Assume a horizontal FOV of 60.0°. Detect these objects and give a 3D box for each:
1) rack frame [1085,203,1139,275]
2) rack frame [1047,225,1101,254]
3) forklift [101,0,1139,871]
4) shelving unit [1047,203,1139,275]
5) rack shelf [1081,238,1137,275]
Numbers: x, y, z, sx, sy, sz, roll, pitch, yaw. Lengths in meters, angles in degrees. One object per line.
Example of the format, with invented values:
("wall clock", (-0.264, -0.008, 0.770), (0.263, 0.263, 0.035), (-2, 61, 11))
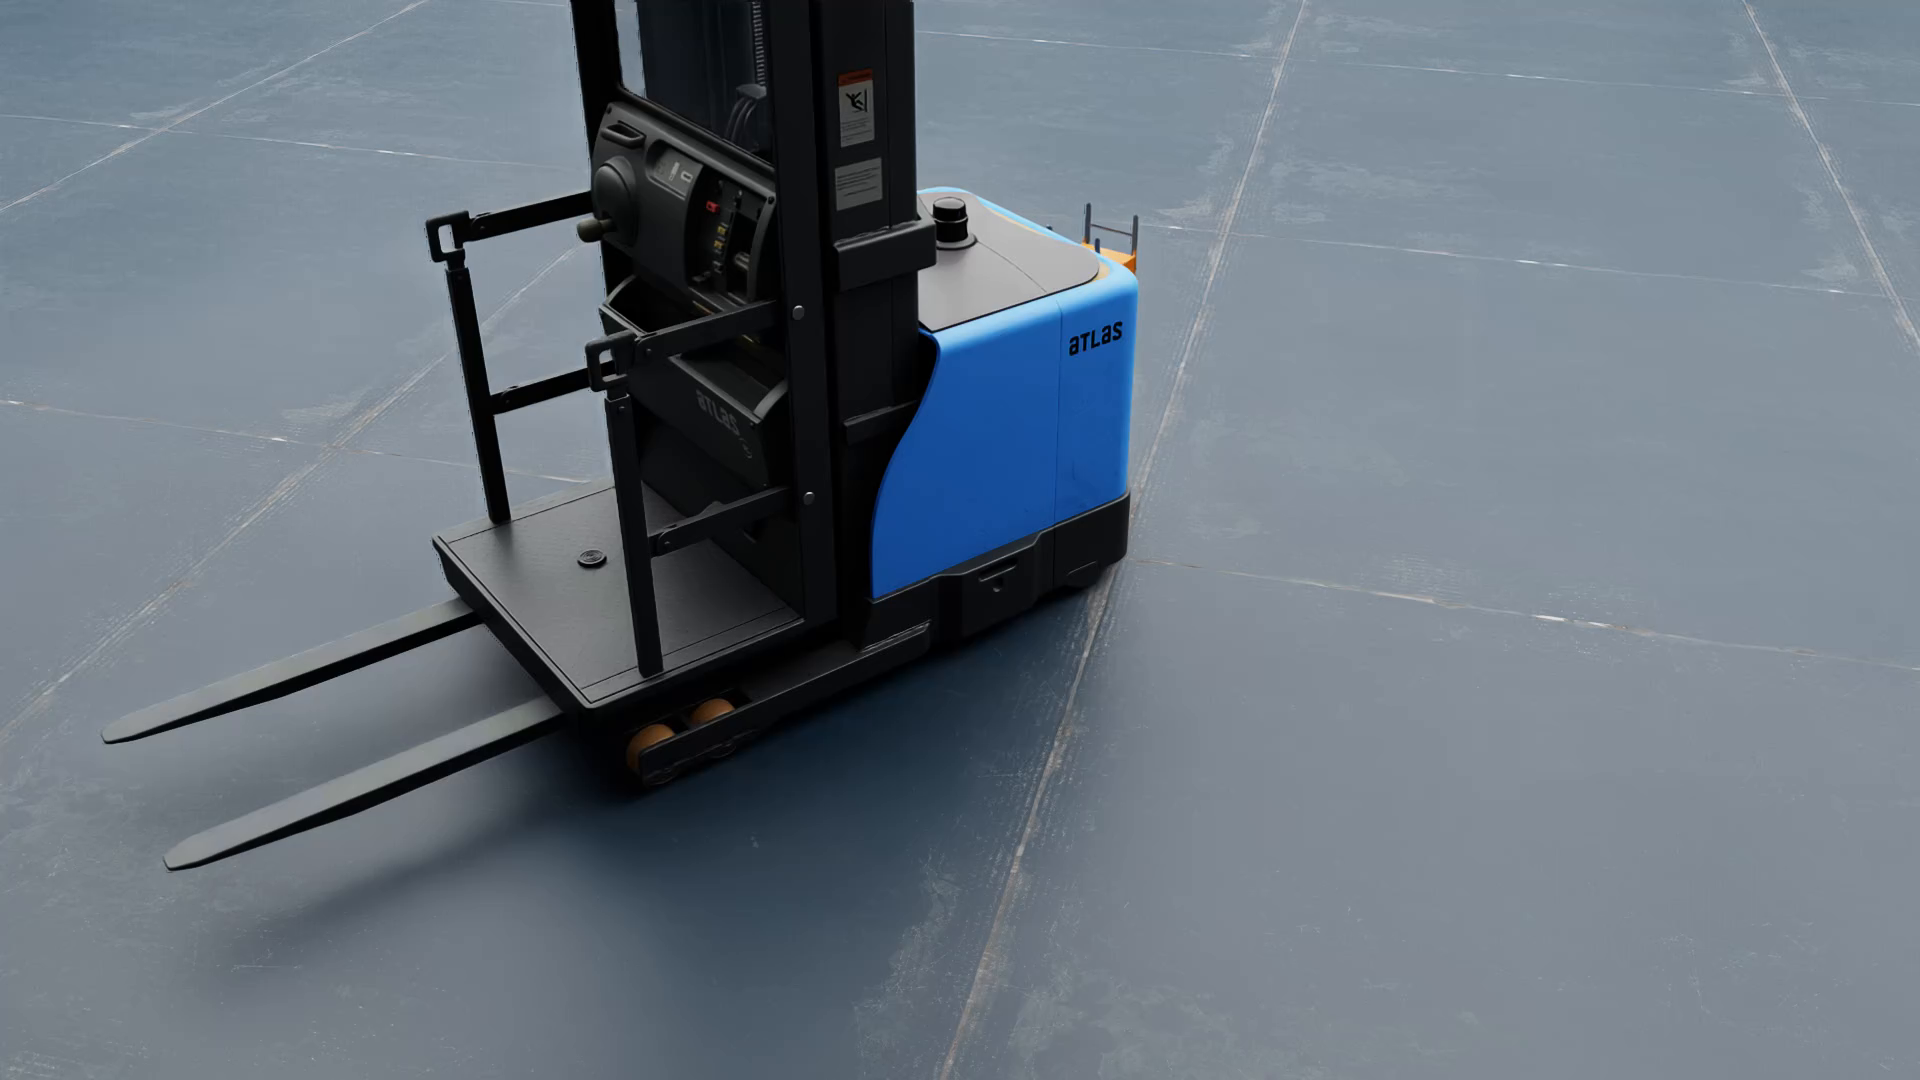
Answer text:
("rack frame", (0.506, -0.655, 5.801), (0.200, 1.050, 0.008), (21, 38, 29))
("rack frame", (0.365, -0.548, 5.633), (0.200, 1.050, 0.008), (21, 38, 29))
("forklift", (-0.924, -0.872, 4.390), (3.031, 2.935, 1.130), (-22, 39, -30))
("shelving unit", (0.435, -0.601, 5.717), (0.215, 1.050, 0.252), (21, 38, 29))
("rack shelf", (0.435, -0.832, 5.570), (0.215, 0.259, 0.240), (21, 38, 29))
